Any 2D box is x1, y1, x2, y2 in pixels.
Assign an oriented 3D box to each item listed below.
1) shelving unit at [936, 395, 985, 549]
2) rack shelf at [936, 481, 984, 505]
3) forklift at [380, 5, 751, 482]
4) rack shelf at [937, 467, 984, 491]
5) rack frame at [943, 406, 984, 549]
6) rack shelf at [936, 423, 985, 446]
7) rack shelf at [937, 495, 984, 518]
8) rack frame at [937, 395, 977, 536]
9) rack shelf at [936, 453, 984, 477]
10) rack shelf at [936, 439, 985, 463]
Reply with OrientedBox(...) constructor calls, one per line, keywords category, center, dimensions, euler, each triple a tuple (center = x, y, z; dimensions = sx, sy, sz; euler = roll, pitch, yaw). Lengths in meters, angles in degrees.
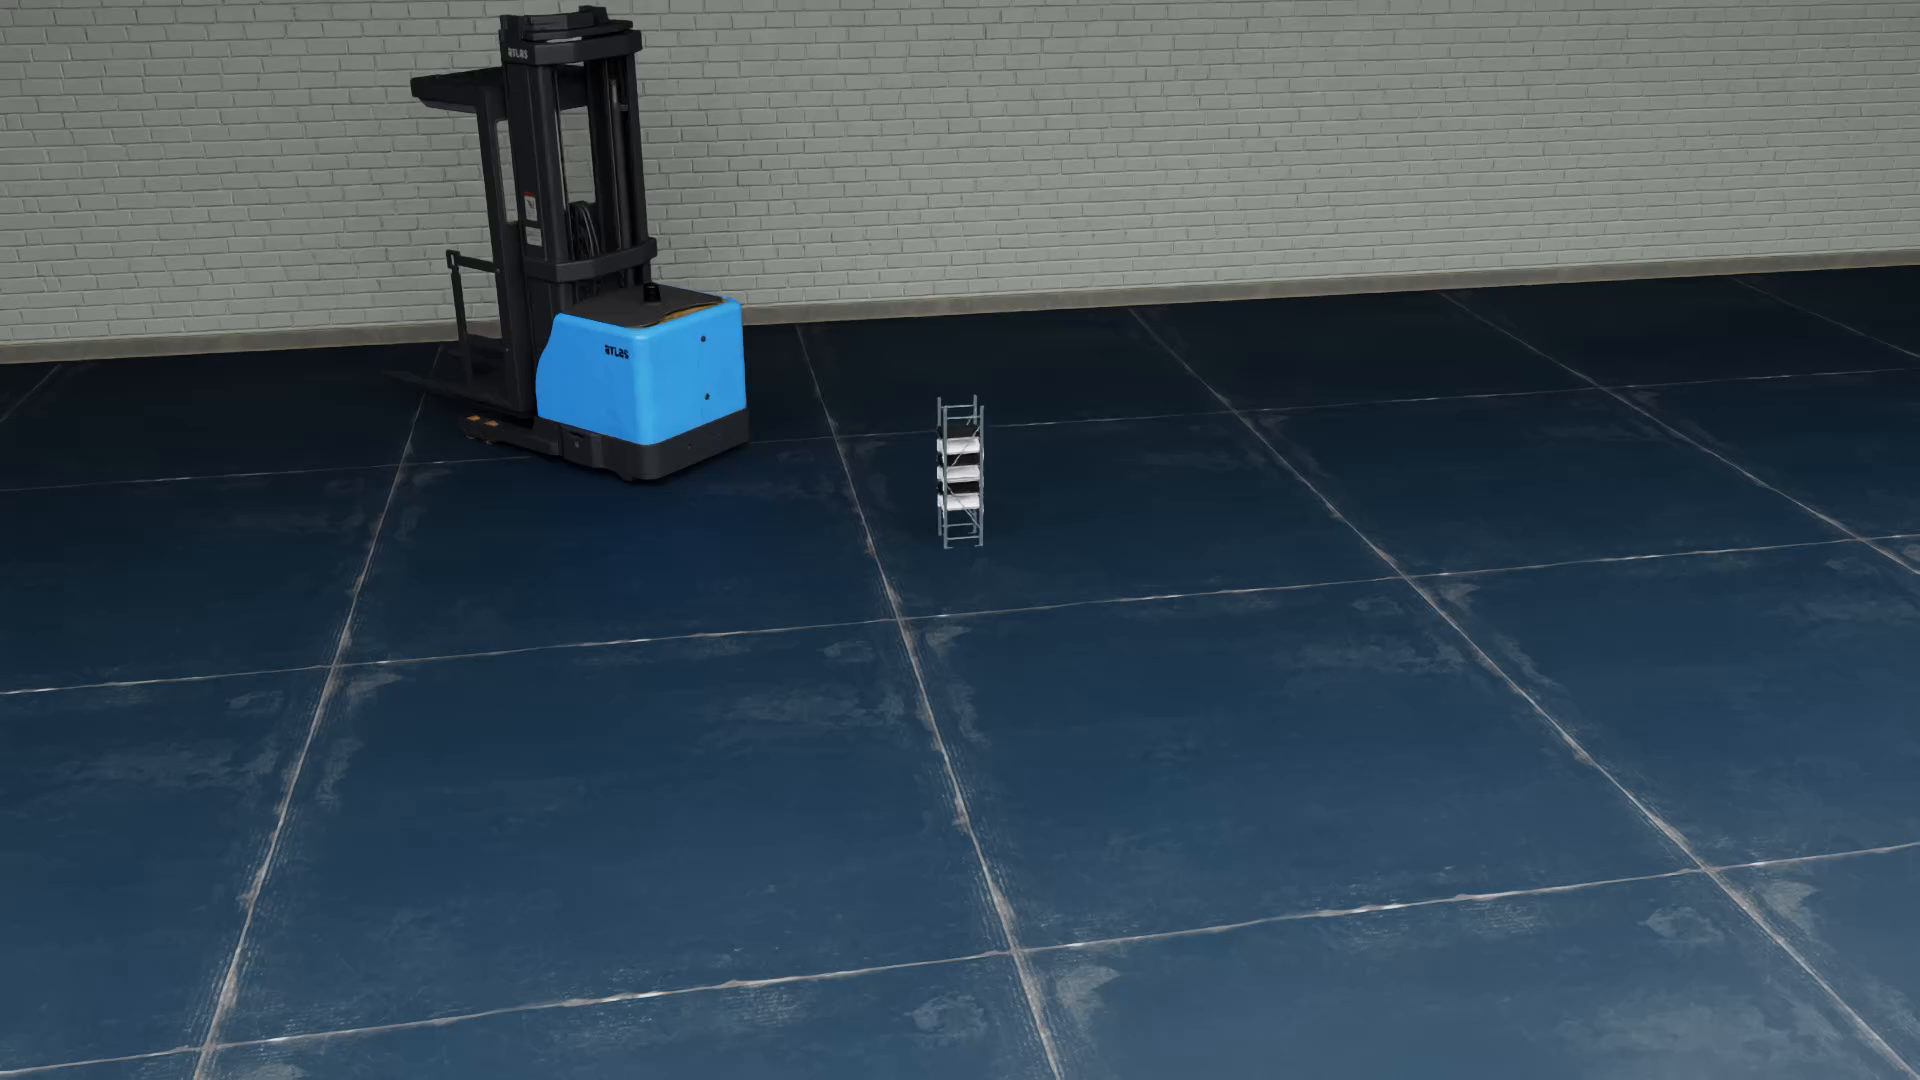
OrientedBox(category="shelving unit", center=(0.001, -0.409, 10.063), dimensions=(0.258, 0.900, 0.210), euler=(-4, 24, -10))
OrientedBox(category="rack shelf", center=(0.001, -0.296, 10.112), dimensions=(0.258, 0.077, 0.200), euler=(-4, 24, -10))
OrientedBox(category="forklift", center=(-2.972, -2.178, 11.574), dimensions=(3.031, 2.935, 1.130), euler=(16, 28, 32))
OrientedBox(category="rack shelf", center=(0.001, -0.379, 10.076), dimensions=(0.258, 0.077, 0.200), euler=(-4, 24, -10))
OrientedBox(category="rack frame", center=(0.020, -0.369, 9.971), dimensions=(0.240, 0.900, 0.006), euler=(-4, 24, -10))
OrientedBox(category="rack shelf", center=(0.001, -0.626, 9.968), dimensions=(0.258, 0.077, 0.200), euler=(-4, 24, -10))
OrientedBox(category="rack shelf", center=(0.001, -0.214, 10.148), dimensions=(0.258, 0.077, 0.200), euler=(-4, 24, -10))
OrientedBox(category="rack frame", center=(-0.017, -0.449, 10.154), dimensions=(0.240, 0.900, 0.006), euler=(-4, 24, -10))
OrientedBox(category="rack shelf", center=(0.001, -0.461, 10.040), dimensions=(0.258, 0.077, 0.200), euler=(-4, 24, -10))
OrientedBox(category="rack shelf", center=(0.001, -0.544, 10.004), dimensions=(0.258, 0.077, 0.200), euler=(-4, 24, -10))
